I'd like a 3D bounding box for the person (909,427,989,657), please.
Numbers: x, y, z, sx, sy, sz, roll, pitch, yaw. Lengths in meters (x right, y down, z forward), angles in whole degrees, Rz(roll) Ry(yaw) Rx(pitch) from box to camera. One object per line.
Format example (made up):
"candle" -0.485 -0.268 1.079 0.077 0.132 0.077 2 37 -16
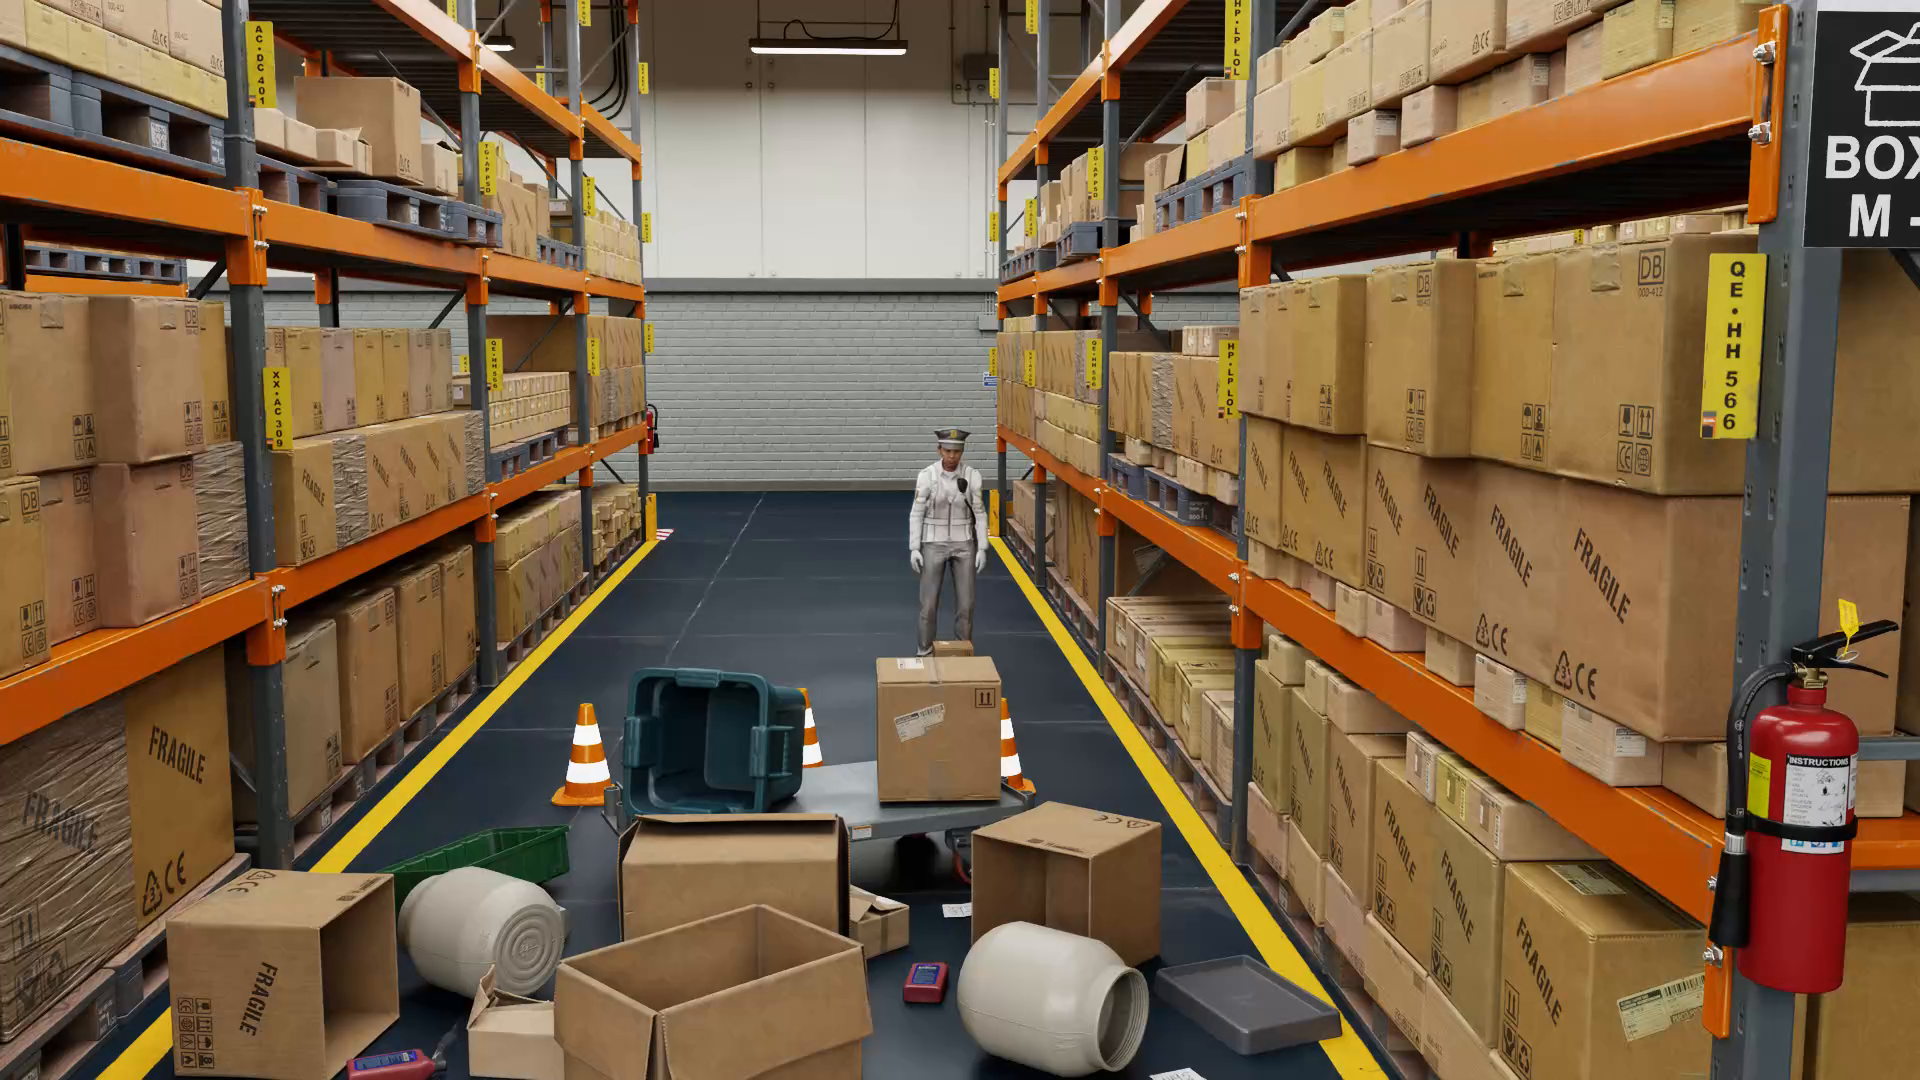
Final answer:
"person" -0.074 0.079 11.085 0.529 1.664 0.371 0 7 -3
